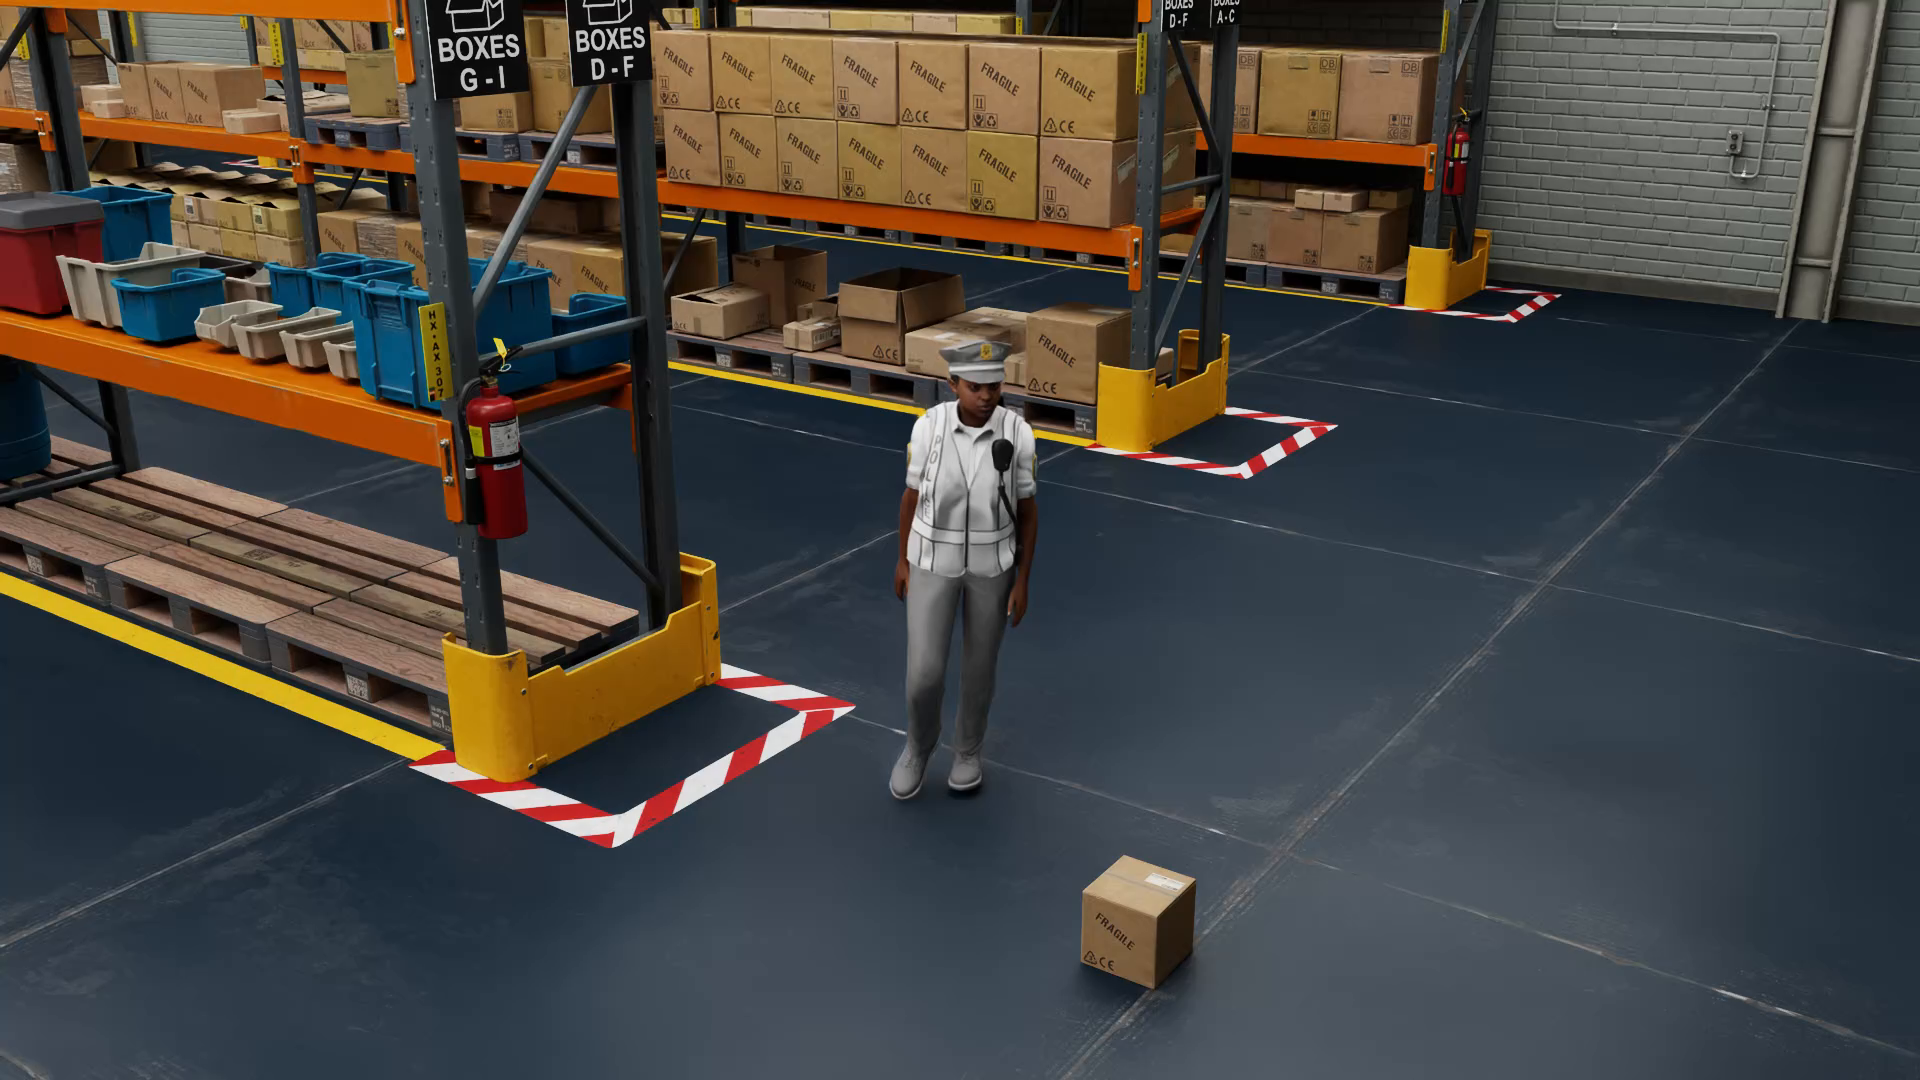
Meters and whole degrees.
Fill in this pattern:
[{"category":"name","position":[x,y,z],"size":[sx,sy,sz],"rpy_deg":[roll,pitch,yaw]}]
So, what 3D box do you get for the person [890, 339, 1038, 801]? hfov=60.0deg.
[{"category":"person","position":[0.004,0.106,5.693],"size":[0.515,1.673,0.489],"rpy_deg":[-1,20,-4]}]
